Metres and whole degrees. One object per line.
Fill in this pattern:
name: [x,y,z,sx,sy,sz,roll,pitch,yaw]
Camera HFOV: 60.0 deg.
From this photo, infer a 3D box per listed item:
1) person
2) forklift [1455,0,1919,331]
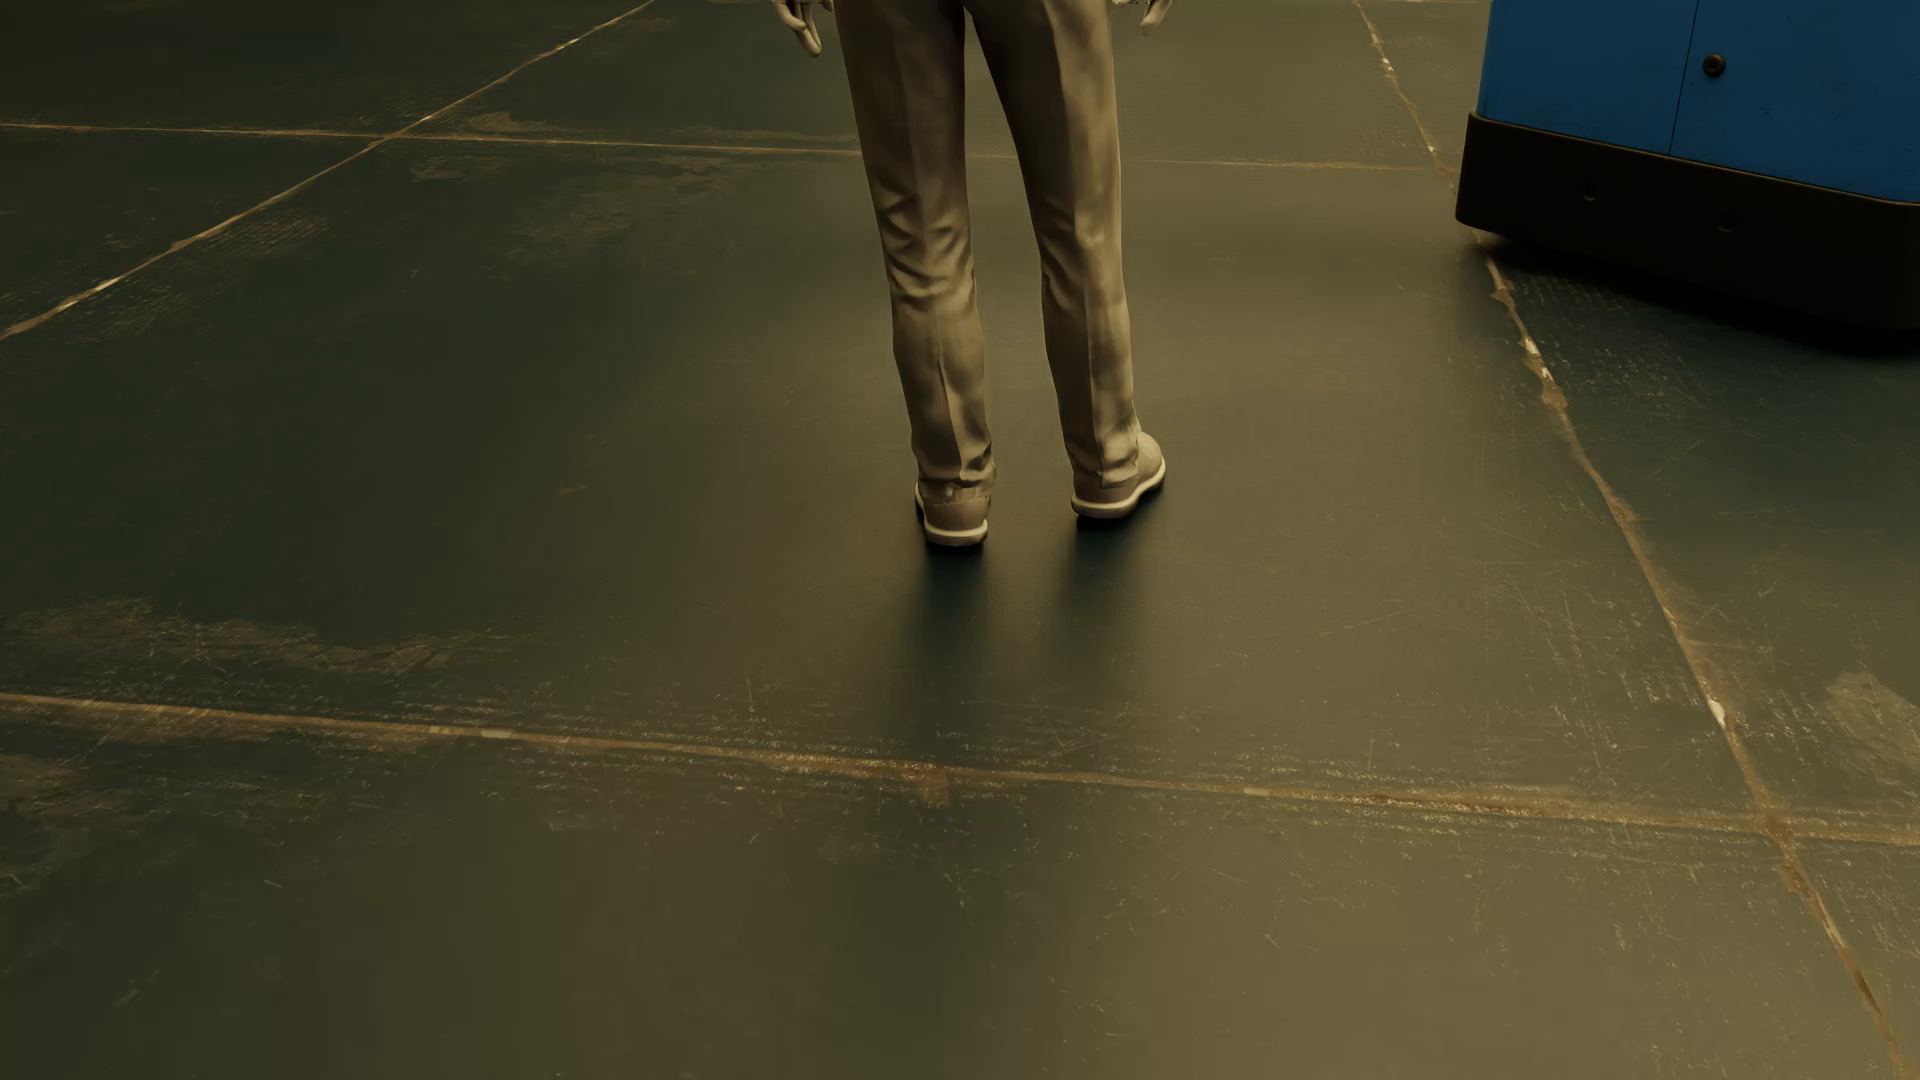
person: [0.015,-0.794,2.177,0.588,1.696,0.533,3,27,7]
forklift: [2.604,-2.225,3.678,3.031,2.935,1.130,-20,33,-34]
